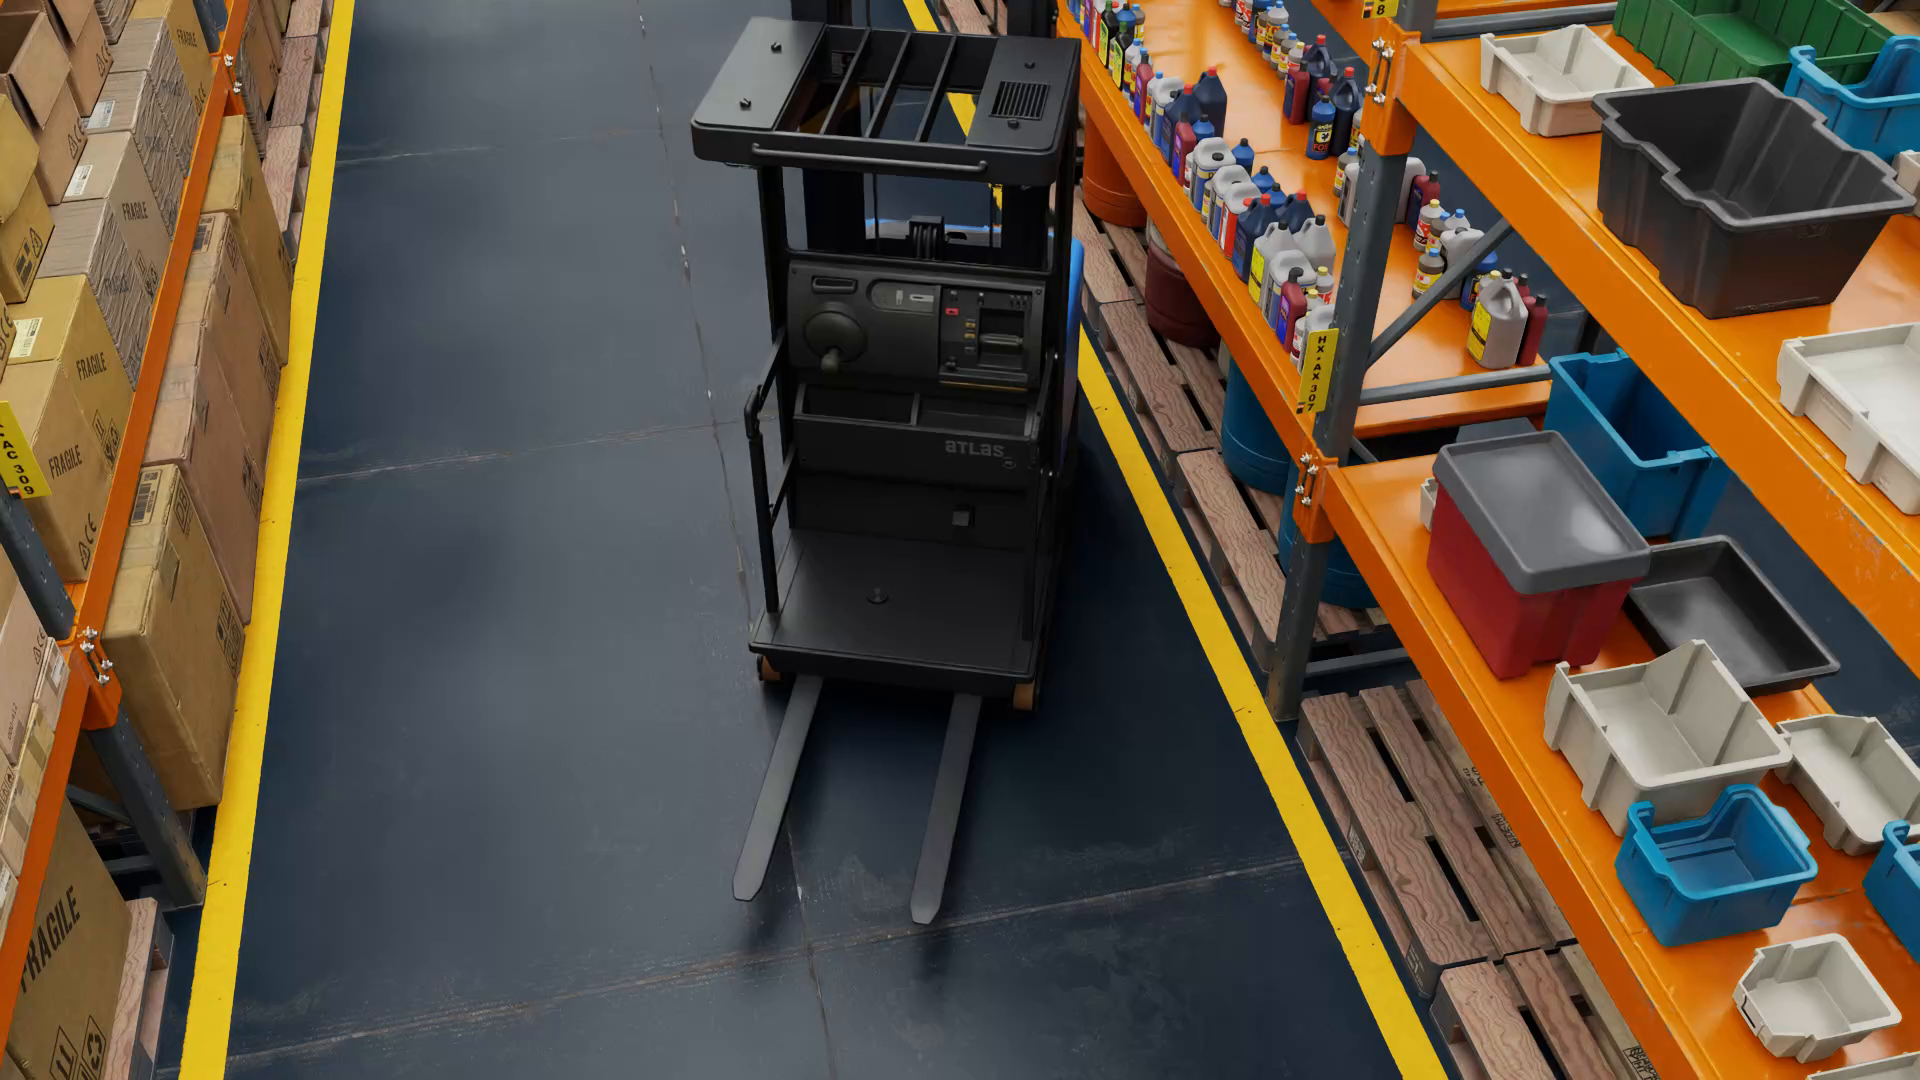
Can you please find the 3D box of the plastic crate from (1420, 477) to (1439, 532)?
[{"bbox_3d":[1.657,-0.121,5.280,0.396,0.136,0.243,-8,42,-9],"label":"plastic crate"}]

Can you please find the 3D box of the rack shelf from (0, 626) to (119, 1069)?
[{"bbox_3d":[-2.709,1.756,3.554,1.077,0.370,4.000,-8,42,-9],"label":"rack shelf"}]

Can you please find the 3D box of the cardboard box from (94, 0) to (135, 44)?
[{"bbox_3d":[-3.862,-2.338,6.794,0.797,0.503,0.637,-7,42,-8],"label":"cardboard box"}]

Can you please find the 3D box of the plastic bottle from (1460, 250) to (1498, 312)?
[{"bbox_3d":[1.941,-0.991,6.204,0.097,0.271,0.097,0,42,0],"label":"plastic bottle"}]

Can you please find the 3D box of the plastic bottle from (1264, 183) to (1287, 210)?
[{"bbox_3d":[1.225,-1.274,6.522,0.097,0.271,0.097,0,42,0],"label":"plastic bottle"}]

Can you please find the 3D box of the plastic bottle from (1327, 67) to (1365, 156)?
[{"bbox_3d":[1.645,-1.836,7.096,0.144,0.351,0.185,-8,42,-9],"label":"plastic bottle"}]

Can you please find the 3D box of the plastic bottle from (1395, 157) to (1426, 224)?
[{"bbox_3d":[1.768,-1.427,6.692,0.152,0.276,0.135,-8,42,-9],"label":"plastic bottle"}]

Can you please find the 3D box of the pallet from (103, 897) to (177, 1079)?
[{"bbox_3d":[-3.053,1.738,5.133,1.003,0.211,1.213,-8,42,-9],"label":"pallet"}]

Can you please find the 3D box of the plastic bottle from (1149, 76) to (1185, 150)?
[{"bbox_3d":[0.909,-1.840,7.156,0.152,0.276,0.135,-8,42,-9],"label":"plastic bottle"}]

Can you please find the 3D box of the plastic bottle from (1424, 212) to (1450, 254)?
[{"bbox_3d":[1.870,-1.179,6.468,0.097,0.201,0.097,0,42,0],"label":"plastic bottle"}]

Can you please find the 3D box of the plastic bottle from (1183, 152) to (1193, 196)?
[{"bbox_3d":[0.976,-1.526,6.860,0.097,0.201,0.097,0,42,0],"label":"plastic bottle"}]

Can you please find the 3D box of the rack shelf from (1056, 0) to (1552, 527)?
[{"bbox_3d":[1.264,-1.546,7.274,1.077,0.370,4.000,-8,42,-9],"label":"rack shelf"}]

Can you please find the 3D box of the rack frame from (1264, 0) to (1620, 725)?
[{"bbox_3d":[1.696,-0.519,5.575,1.000,3.000,0.127,-8,42,-9],"label":"rack frame"}]

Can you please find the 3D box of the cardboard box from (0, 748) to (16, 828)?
[{"bbox_3d":[-2.675,0.719,4.069,0.500,0.250,0.500,-7,42,-8],"label":"cardboard box"}]

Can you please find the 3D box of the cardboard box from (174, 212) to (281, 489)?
[{"bbox_3d":[-3.690,-0.735,7.103,1.225,0.875,0.875,-8,42,-9],"label":"cardboard box"}]

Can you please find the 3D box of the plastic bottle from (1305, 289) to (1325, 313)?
[{"bbox_3d":[1.274,-0.820,6.064,0.097,0.201,0.097,0,42,0],"label":"plastic bottle"}]

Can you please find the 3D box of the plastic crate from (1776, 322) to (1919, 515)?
[{"bbox_3d":[1.871,-0.253,3.215,0.437,0.136,0.530,-8,42,-9],"label":"plastic crate"}]

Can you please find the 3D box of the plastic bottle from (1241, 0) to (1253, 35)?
[{"bbox_3d":[1.414,-2.546,8.009,0.097,0.201,0.097,0,42,0],"label":"plastic bottle"}]

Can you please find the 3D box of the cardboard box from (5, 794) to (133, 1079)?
[{"bbox_3d":[-3.076,1.268,4.847,0.875,0.875,0.875,-8,42,-9],"label":"cardboard box"}]

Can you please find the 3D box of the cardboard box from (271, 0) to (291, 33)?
[{"bbox_3d":[-4.671,-3.512,10.498,0.700,0.500,0.500,-9,42,-10],"label":"cardboard box"}]

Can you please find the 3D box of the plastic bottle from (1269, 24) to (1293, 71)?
[{"bbox_3d":[1.498,-2.294,7.724,0.097,0.201,0.097,0,42,0],"label":"plastic bottle"}]

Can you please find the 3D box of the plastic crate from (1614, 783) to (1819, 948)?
[{"bbox_3d":[1.865,0.820,4.148,0.416,0.233,0.300,-8,42,-9],"label":"plastic crate"}]

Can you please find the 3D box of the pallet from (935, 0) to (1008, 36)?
[{"bbox_3d":[0.443,-3.366,10.883,1.003,0.211,1.213,-8,42,-9],"label":"pallet"}]

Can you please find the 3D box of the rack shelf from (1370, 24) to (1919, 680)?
[{"bbox_3d":[2.127,-0.075,3.358,1.077,0.370,4.000,-8,42,-9],"label":"rack shelf"}]

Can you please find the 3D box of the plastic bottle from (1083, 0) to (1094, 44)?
[{"bbox_3d":[0.636,-2.522,7.919,0.061,0.283,0.133,-8,42,-9],"label":"plastic bottle"}]

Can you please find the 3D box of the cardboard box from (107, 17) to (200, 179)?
[{"bbox_3d":[-3.553,-1.831,6.978,0.500,0.500,0.500,-9,42,-10],"label":"cardboard box"}]

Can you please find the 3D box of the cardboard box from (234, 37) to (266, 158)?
[{"bbox_3d":[-4.300,-2.421,9.269,0.700,0.500,0.500,-12,43,-13],"label":"cardboard box"}]

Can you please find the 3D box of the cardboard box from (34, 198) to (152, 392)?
[{"bbox_3d":[-3.213,-0.831,5.851,0.500,0.500,0.500,-9,42,-10],"label":"cardboard box"}]

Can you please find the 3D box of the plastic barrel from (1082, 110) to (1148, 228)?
[{"bbox_3d":[0.955,-2.143,8.723,0.600,0.830,0.708,-8,42,-9],"label":"plastic barrel"}]

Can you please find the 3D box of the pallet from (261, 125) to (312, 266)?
[{"bbox_3d":[-4.171,-1.866,9.193,1.003,0.211,1.213,-8,42,-9],"label":"pallet"}]

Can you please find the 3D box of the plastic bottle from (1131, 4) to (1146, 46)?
[{"bbox_3d":[0.828,-2.441,7.890,0.097,0.201,0.097,0,42,0],"label":"plastic bottle"}]

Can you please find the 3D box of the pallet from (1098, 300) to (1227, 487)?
[{"bbox_3d":[1.303,-0.775,7.964,1.003,0.211,1.213,-8,42,-9],"label":"pallet"}]

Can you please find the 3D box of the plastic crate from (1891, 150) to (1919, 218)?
[{"bbox_3d":[2.342,-0.772,3.799,0.293,0.136,0.466,-8,42,-9],"label":"plastic crate"}]

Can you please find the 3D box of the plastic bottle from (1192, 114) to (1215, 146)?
[{"bbox_3d":[1.007,-1.648,6.944,0.097,0.271,0.097,0,42,0],"label":"plastic bottle"}]

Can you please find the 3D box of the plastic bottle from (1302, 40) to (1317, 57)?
[{"bbox_3d":[1.583,-2.126,7.474,0.061,0.283,0.133,-8,42,-9],"label":"plastic bottle"}]

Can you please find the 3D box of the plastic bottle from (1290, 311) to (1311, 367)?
[{"bbox_3d":[1.243,-0.725,5.957,0.097,0.201,0.097,0,42,0],"label":"plastic bottle"}]

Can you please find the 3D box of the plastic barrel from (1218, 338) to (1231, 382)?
[{"bbox_3d":[1.407,-0.938,7.605,0.421,0.512,0.421,0,42,0],"label":"plastic barrel"}]

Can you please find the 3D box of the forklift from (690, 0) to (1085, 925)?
[{"bbox_3d":[-0.193,-0.687,5.817,1.130,2.935,3.031,6,42,7],"label":"forklift"}]

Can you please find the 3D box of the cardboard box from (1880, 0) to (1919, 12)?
[{"bbox_3d":[5.843,-3.539,10.310,0.500,0.311,0.500,-7,42,-8],"label":"cardboard box"}]

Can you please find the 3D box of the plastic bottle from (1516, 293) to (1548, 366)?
[{"bbox_3d":[2.033,-0.774,5.950,0.061,0.283,0.133,-8,42,-9],"label":"plastic bottle"}]

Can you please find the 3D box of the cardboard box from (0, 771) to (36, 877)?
[{"bbox_3d":[-2.644,0.769,4.314,0.380,0.149,0.250,-9,42,-10],"label":"cardboard box"}]

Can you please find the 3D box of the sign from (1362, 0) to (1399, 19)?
[{"bbox_3d":[1.158,-1.566,4.489,0.100,0.325,0.005,-8,42,-9],"label":"sign"}]

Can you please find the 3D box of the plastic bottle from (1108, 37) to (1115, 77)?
[{"bbox_3d":[0.737,-2.245,7.669,0.097,0.201,0.097,0,42,0],"label":"plastic bottle"}]

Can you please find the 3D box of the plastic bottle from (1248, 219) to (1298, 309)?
[{"bbox_3d":[1.178,-1.049,6.210,0.144,0.351,0.185,-8,42,-9],"label":"plastic bottle"}]

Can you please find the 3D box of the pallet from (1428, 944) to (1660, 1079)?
[{"bbox_3d":[2.159,1.787,5.077,1.003,0.211,1.213,-8,42,-9],"label":"pallet"}]

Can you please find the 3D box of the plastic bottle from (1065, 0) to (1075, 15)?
[{"bbox_3d":[0.610,-2.739,8.169,0.152,0.276,0.135,-8,42,-9],"label":"plastic bottle"}]

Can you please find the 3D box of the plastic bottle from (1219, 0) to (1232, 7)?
[{"bbox_3d":[1.343,-2.759,8.248,0.097,0.201,0.097,0,42,0],"label":"plastic bottle"}]

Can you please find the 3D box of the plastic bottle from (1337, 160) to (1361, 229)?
[{"bbox_3d":[1.619,-1.406,6.667,0.152,0.276,0.135,-8,42,-9],"label":"plastic bottle"}]

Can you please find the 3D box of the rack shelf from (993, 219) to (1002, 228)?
[{"bbox_3d":[0.229,-1.259,7.464,0.215,0.259,0.240,6,41,6],"label":"rack shelf"}]

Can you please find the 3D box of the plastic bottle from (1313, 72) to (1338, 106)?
[{"bbox_3d":[1.592,-1.911,7.231,0.061,0.283,0.133,-8,42,-9],"label":"plastic bottle"}]

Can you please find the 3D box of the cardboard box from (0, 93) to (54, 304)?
[{"bbox_3d":[-3.423,-1.081,5.377,0.797,0.503,0.637,-8,42,-9],"label":"cardboard box"}]

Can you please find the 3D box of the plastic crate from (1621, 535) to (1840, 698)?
[{"bbox_3d":[2.200,0.249,4.872,0.437,0.125,0.590,-8,42,-9],"label":"plastic crate"}]

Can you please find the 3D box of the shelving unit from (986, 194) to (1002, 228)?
[{"bbox_3d":[0.228,-1.052,7.643,0.215,1.050,0.252,6,41,6],"label":"shelving unit"}]

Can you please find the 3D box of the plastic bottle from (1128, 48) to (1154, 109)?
[{"bbox_3d":[0.808,-2.059,7.407,0.097,0.271,0.097,0,42,0],"label":"plastic bottle"}]

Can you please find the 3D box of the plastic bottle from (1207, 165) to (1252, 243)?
[{"bbox_3d":[1.078,-1.333,6.585,0.152,0.276,0.135,-8,42,-9],"label":"plastic bottle"}]
